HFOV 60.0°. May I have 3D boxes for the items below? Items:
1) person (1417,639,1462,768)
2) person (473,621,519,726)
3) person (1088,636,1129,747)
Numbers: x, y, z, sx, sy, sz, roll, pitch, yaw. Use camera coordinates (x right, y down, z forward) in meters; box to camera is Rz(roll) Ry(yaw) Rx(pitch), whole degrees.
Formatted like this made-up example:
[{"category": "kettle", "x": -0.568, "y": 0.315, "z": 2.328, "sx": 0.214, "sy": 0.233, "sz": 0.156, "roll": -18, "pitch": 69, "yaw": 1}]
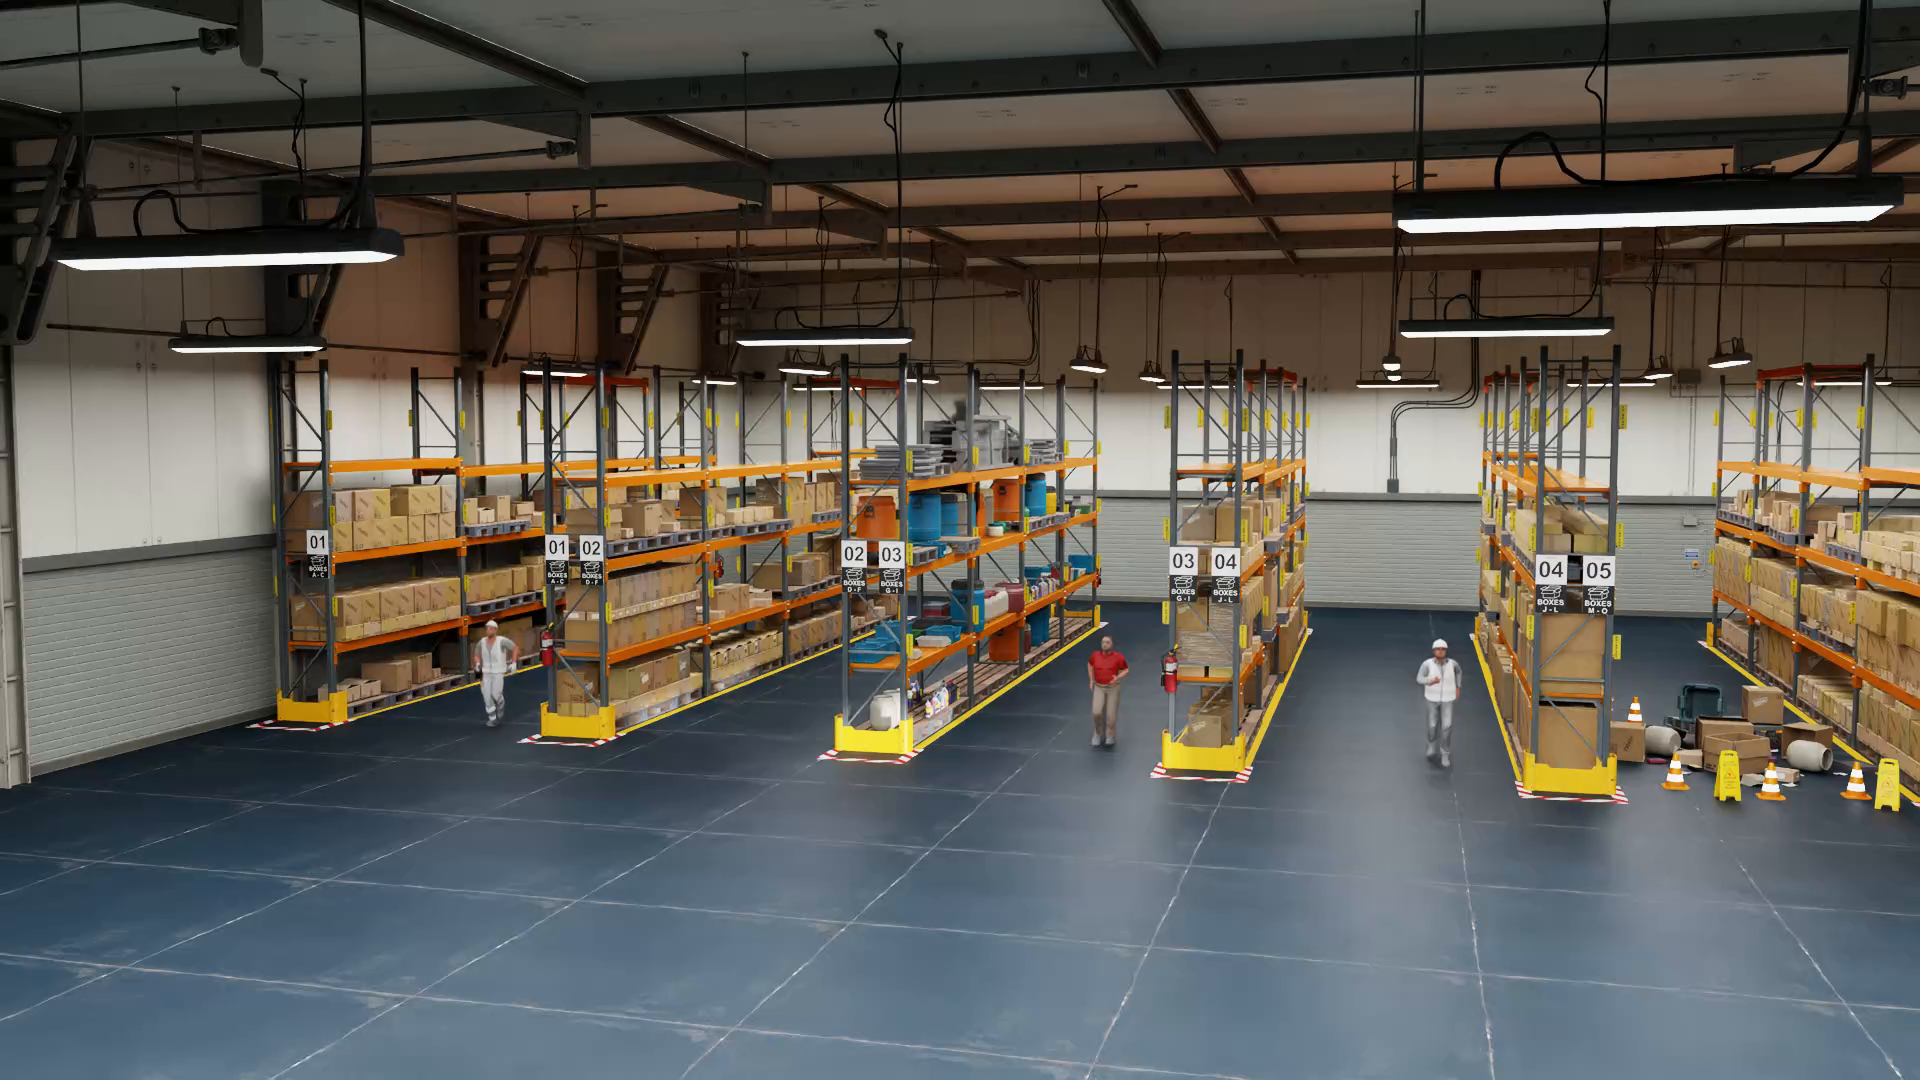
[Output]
[{"category": "person", "x": 7.009, "y": 2.356, "z": 24.343, "sx": 0.658, "sy": 1.829, "sz": 0.828, "roll": 1, "pitch": 4, "yaw": 12}, {"category": "person", "x": -7.604, "y": 2.182, "z": 27.098, "sx": 0.694, "sy": 1.740, "sz": 0.624, "roll": 0, "pitch": 4, "yaw": 5}, {"category": "person", "x": 2.247, "y": 2.326, "z": 25.451, "sx": 0.661, "sy": 1.729, "sz": 0.685, "roll": 1, "pitch": 4, "yaw": 13}]
